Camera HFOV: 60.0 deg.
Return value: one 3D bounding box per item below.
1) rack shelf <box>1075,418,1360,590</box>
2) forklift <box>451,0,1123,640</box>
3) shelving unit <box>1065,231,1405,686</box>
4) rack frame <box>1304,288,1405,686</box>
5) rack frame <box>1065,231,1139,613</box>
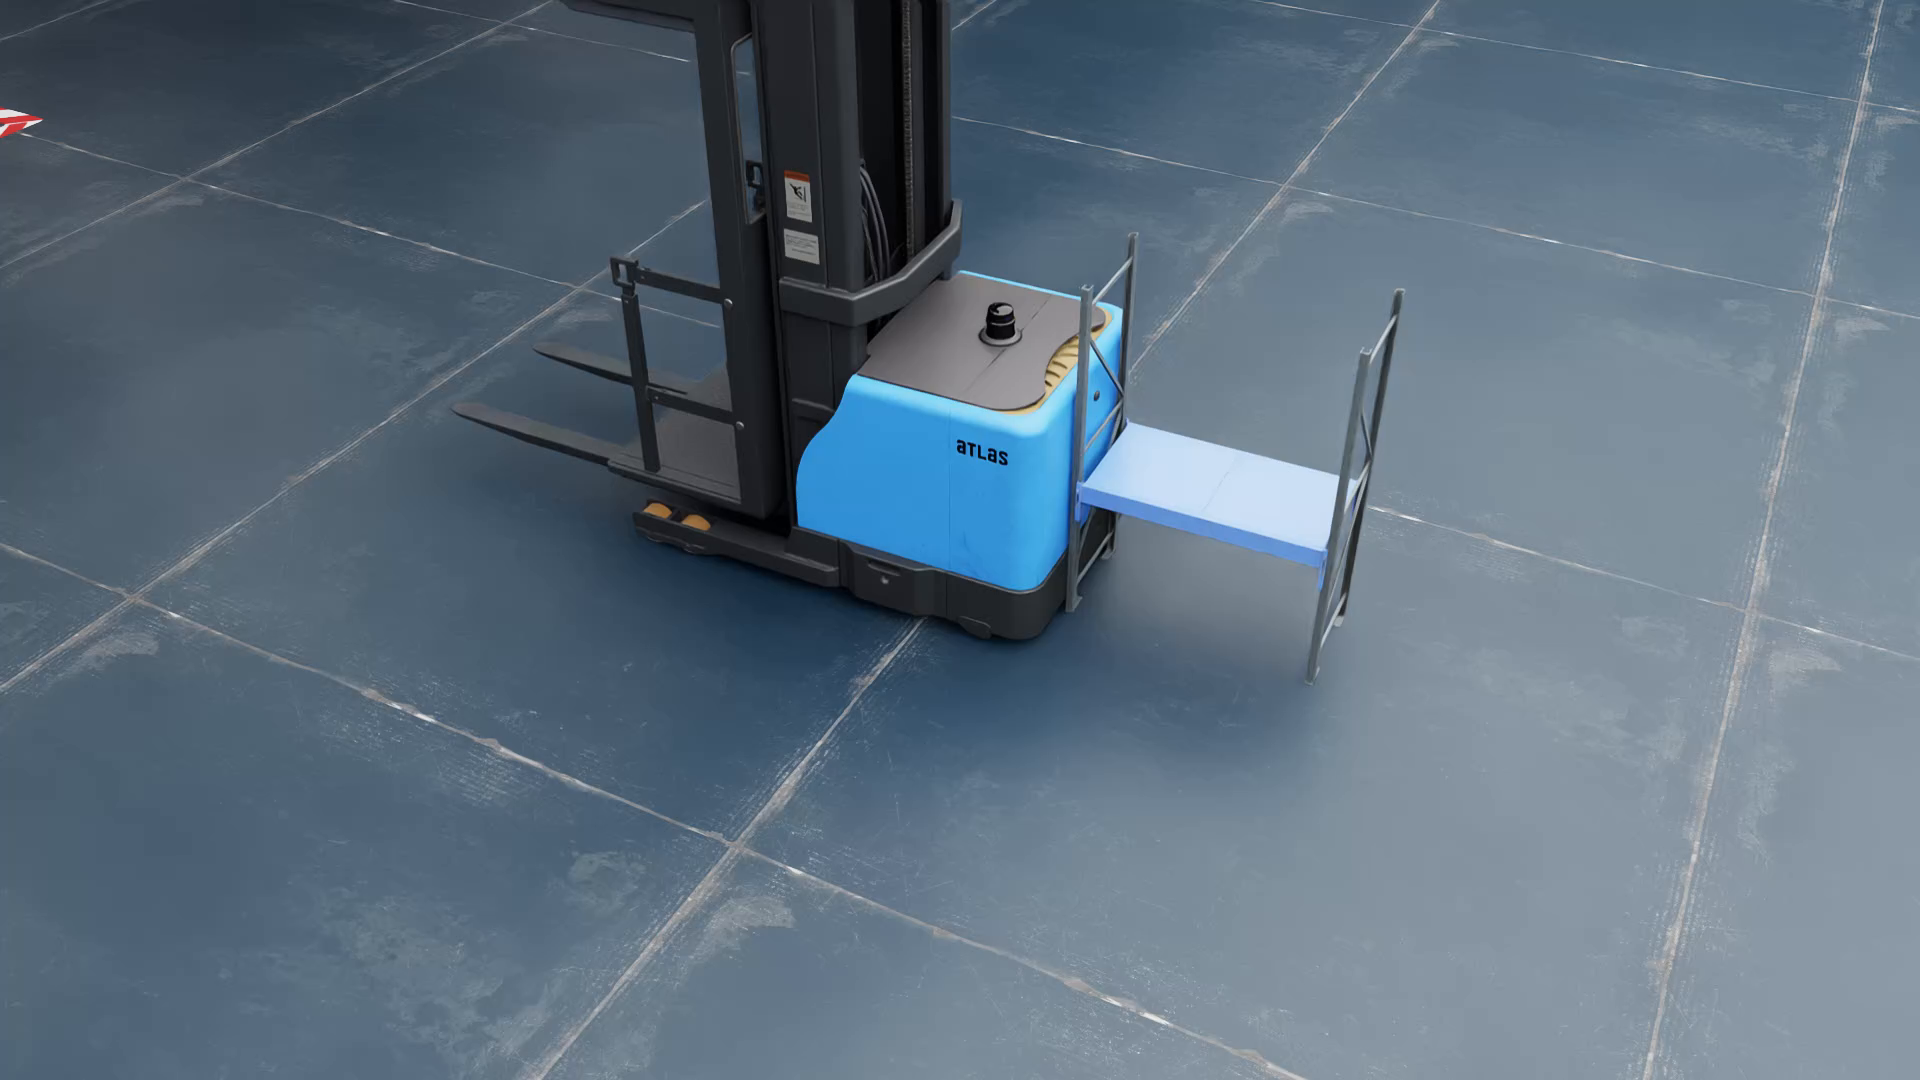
[{"bbox_3d":[1.014,-0.157,6.514,1.000,0.185,0.538,16,40,20],"label":"rack shelf"},{"bbox_3d":[-0.847,-1.377,6.640,3.031,2.935,1.130,16,40,20],"label":"forklift"},{"bbox_3d":[1.014,-0.300,6.405,1.048,1.500,0.538,16,40,20],"label":"shelving unit"},{"bbox_3d":[1.471,-0.166,6.228,0.032,1.500,0.500,16,40,20],"label":"rack frame"},{"bbox_3d":[0.557,-0.435,6.582,0.032,1.500,0.500,16,40,20],"label":"rack frame"}]
